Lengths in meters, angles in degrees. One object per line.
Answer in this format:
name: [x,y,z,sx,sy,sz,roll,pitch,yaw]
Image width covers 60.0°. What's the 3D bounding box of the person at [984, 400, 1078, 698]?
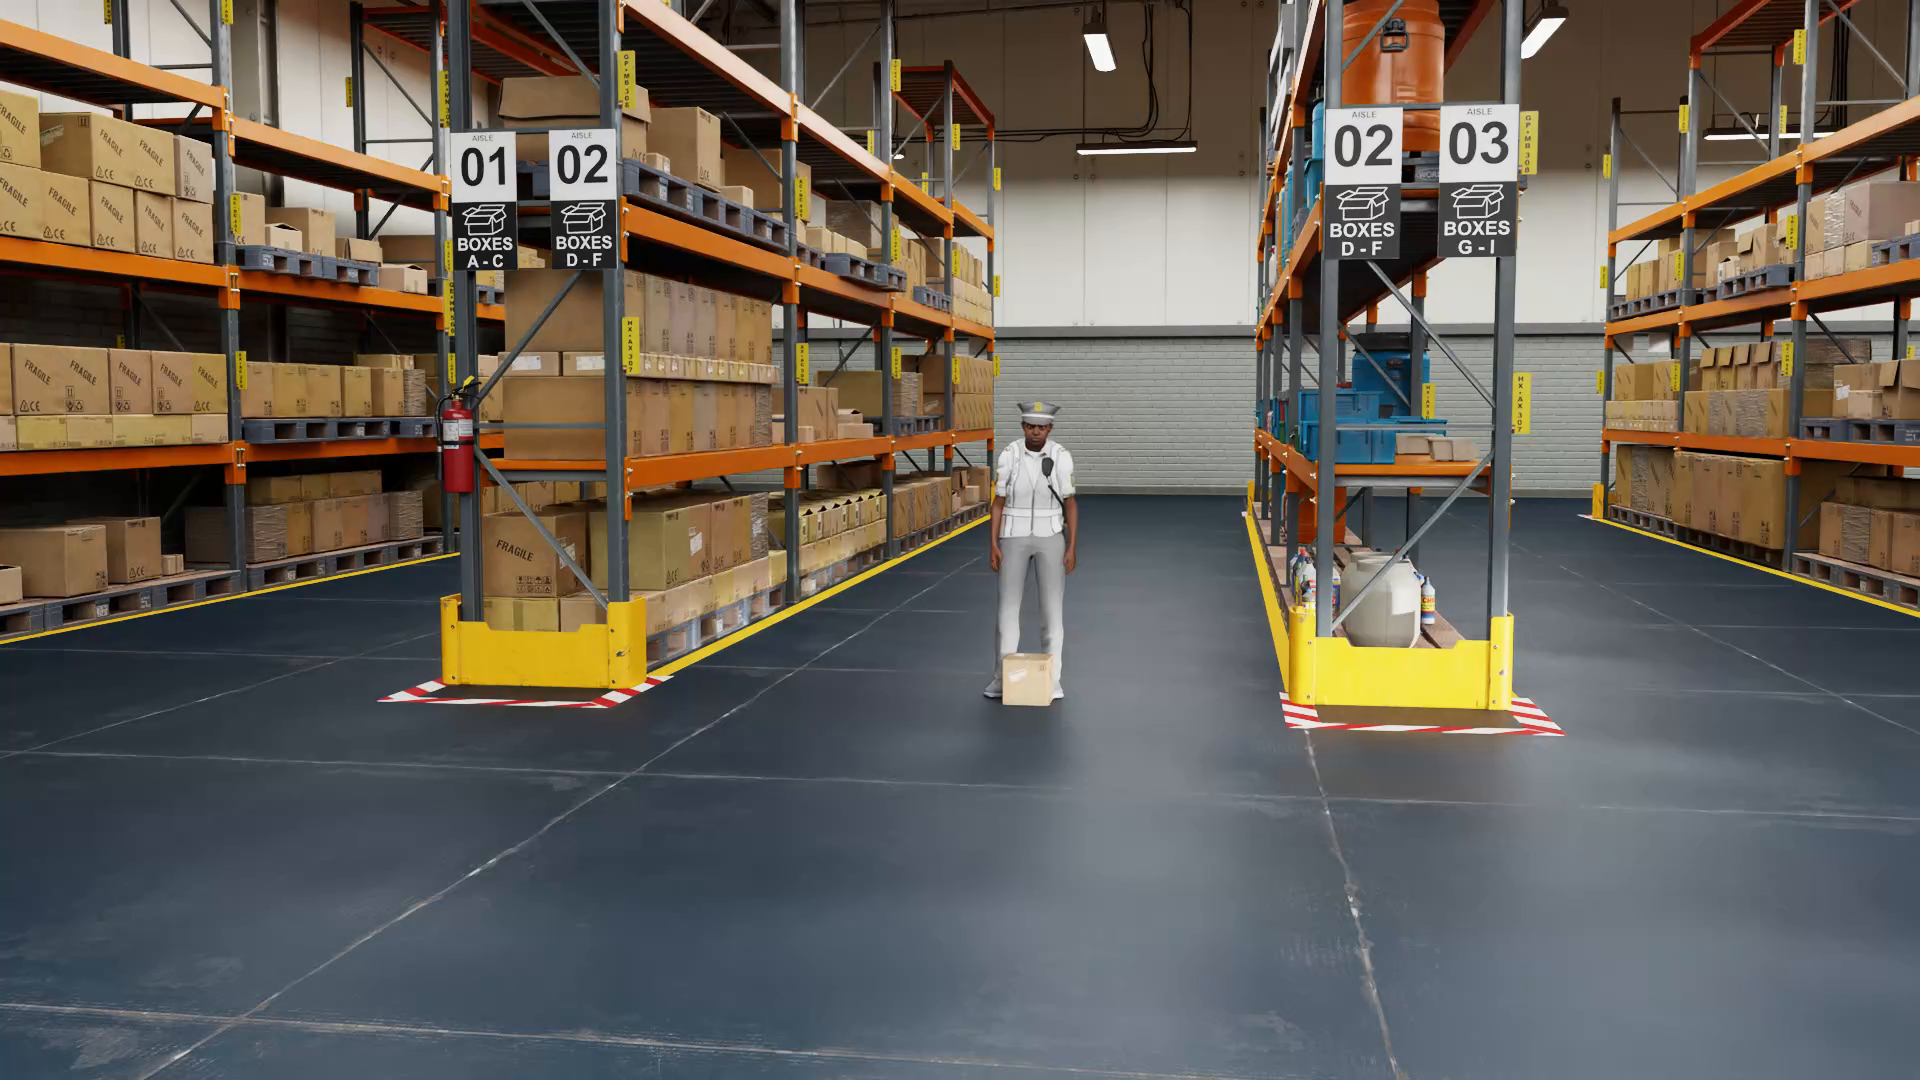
person: [0.400,0.047,9.332,0.518,1.656,0.396,0,5,6]
